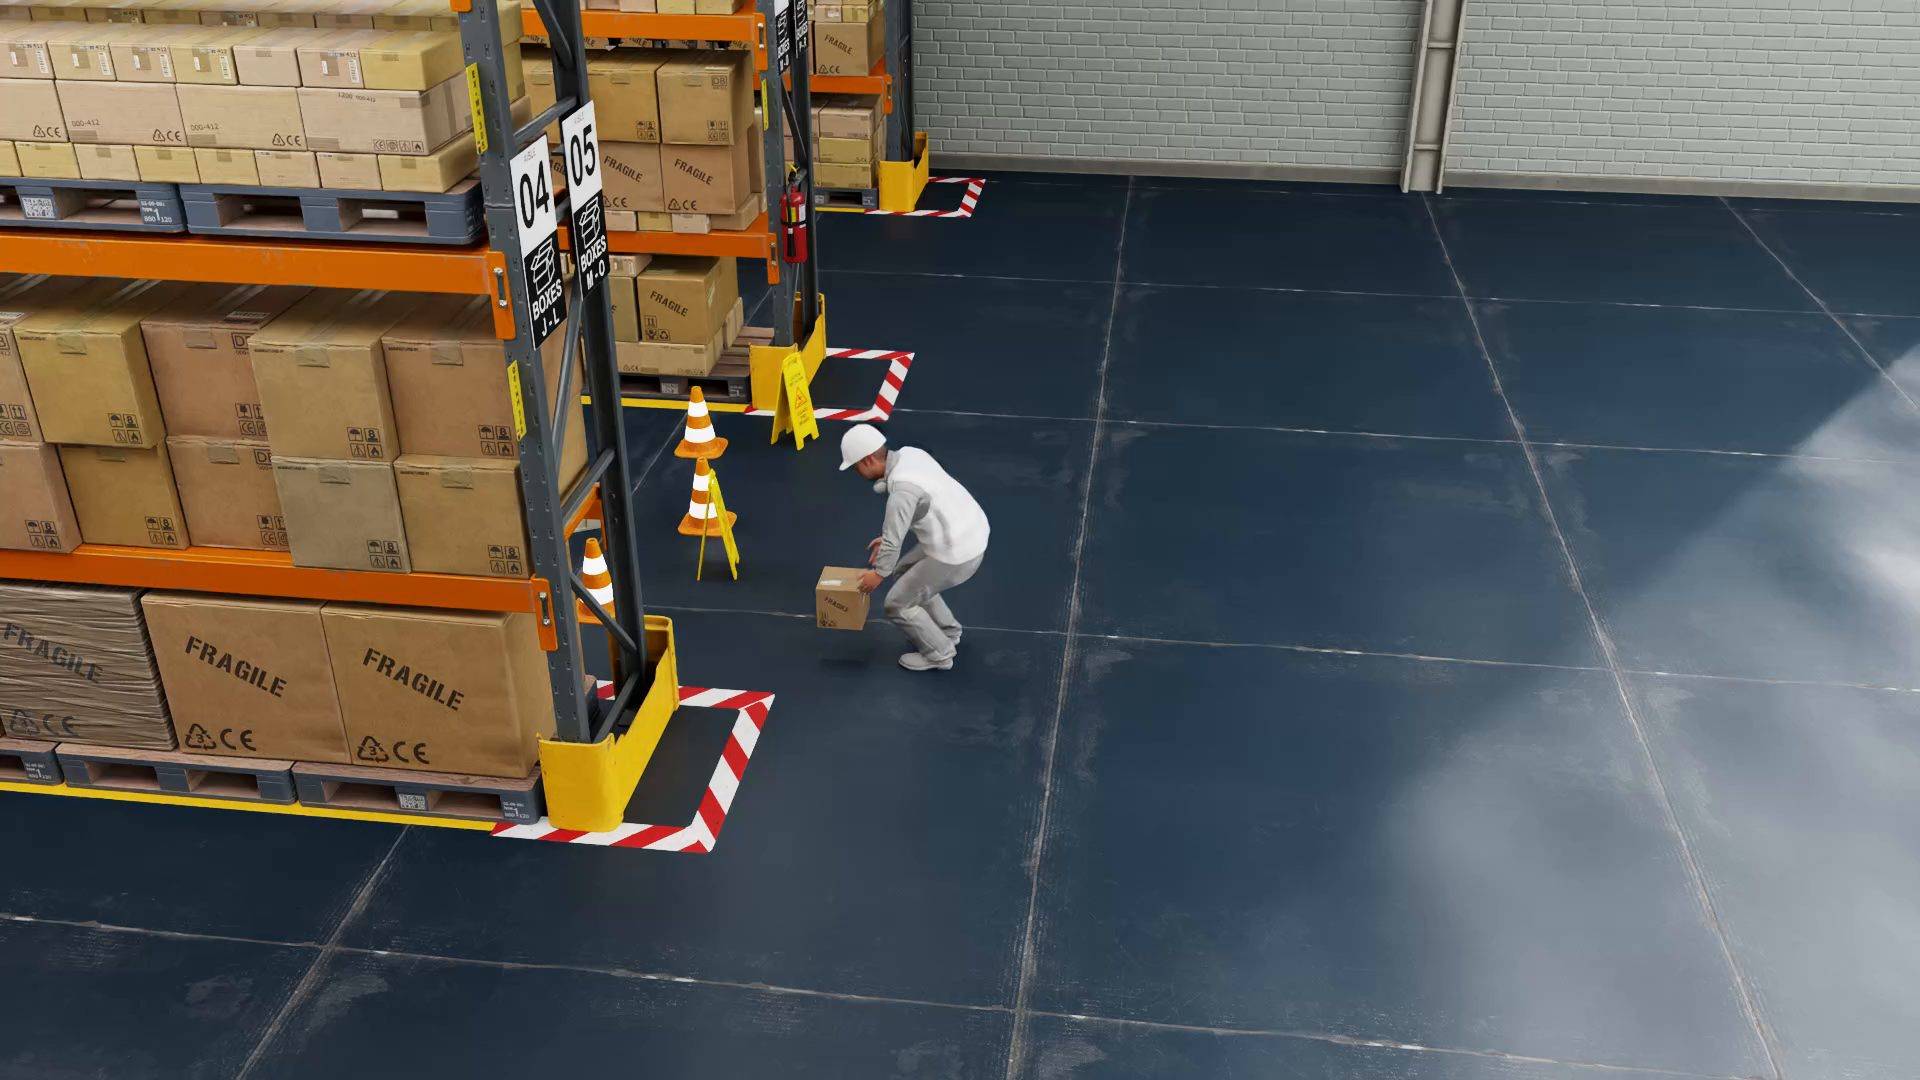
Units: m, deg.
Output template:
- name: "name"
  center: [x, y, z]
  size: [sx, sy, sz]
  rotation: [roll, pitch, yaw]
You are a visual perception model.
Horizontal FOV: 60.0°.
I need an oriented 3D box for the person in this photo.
- name: "person"
  center: [-0.239, 0.037, 8.935]
  size: [0.784, 1.392, 0.591]
  rotation: [3, 28, 6]
